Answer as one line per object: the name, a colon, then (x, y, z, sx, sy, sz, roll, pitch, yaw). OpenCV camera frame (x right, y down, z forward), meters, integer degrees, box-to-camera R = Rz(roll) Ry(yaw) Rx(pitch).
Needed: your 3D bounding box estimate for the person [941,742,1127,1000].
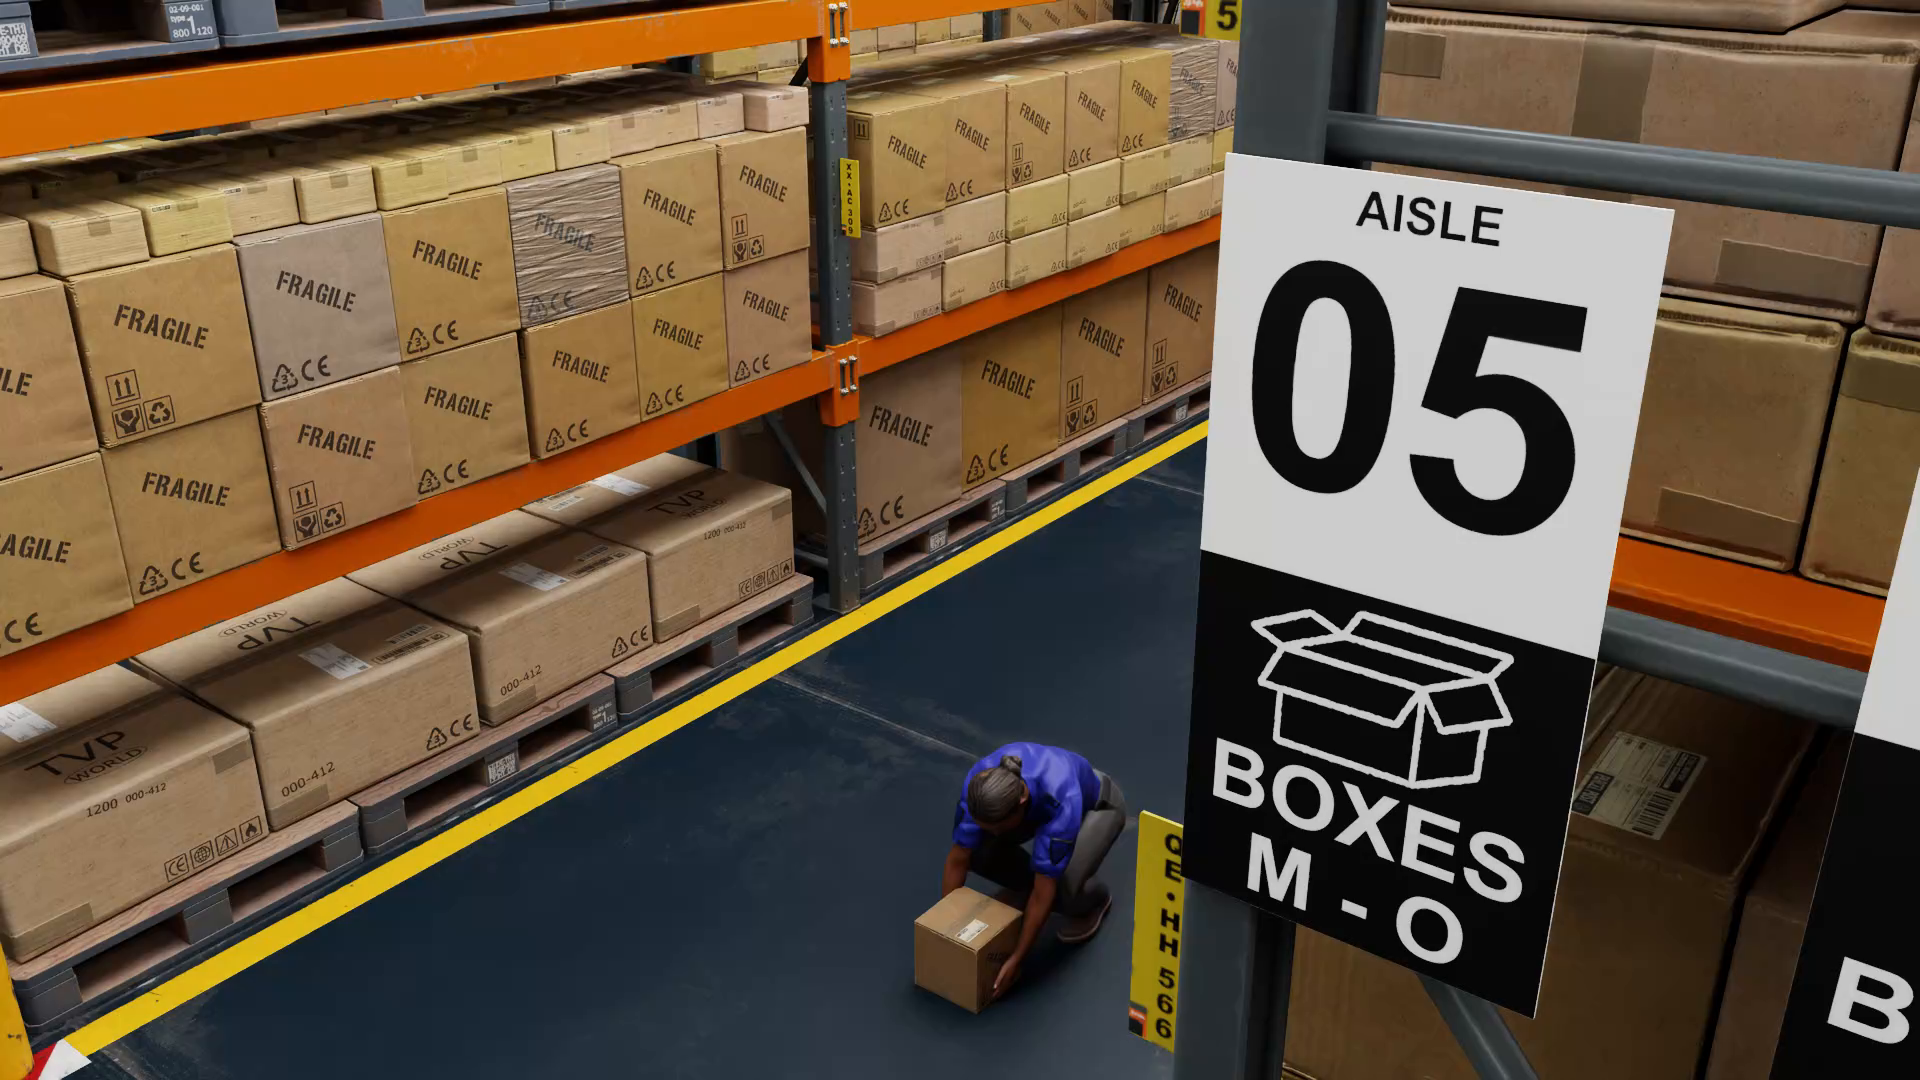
person: (0.243, 0.970, 5.487, 0.471, 0.810, 0.811, 17, 29, 33)
